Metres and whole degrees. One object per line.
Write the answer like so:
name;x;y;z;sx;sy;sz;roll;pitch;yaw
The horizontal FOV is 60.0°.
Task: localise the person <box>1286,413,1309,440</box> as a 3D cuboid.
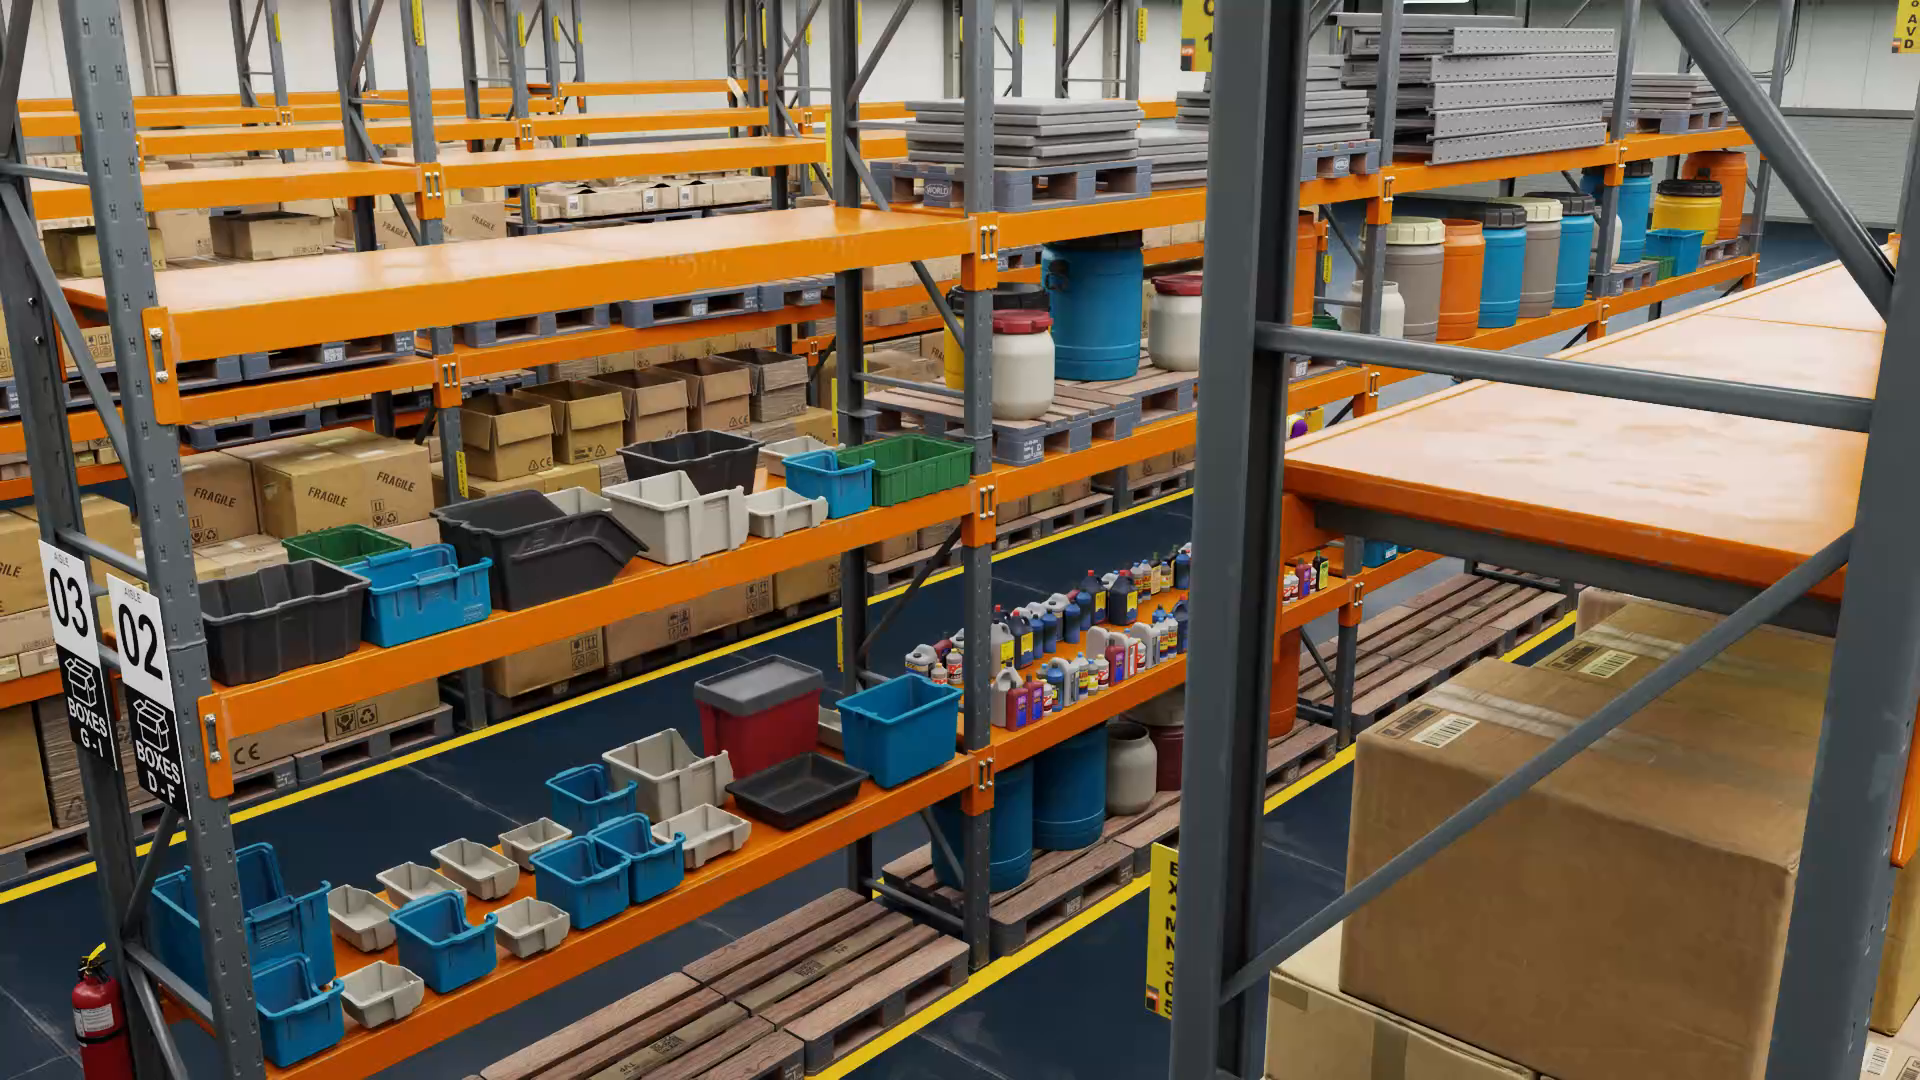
person;3.221;-0.650;16.192;0.687;1.818;0.627;-14;22;-39
